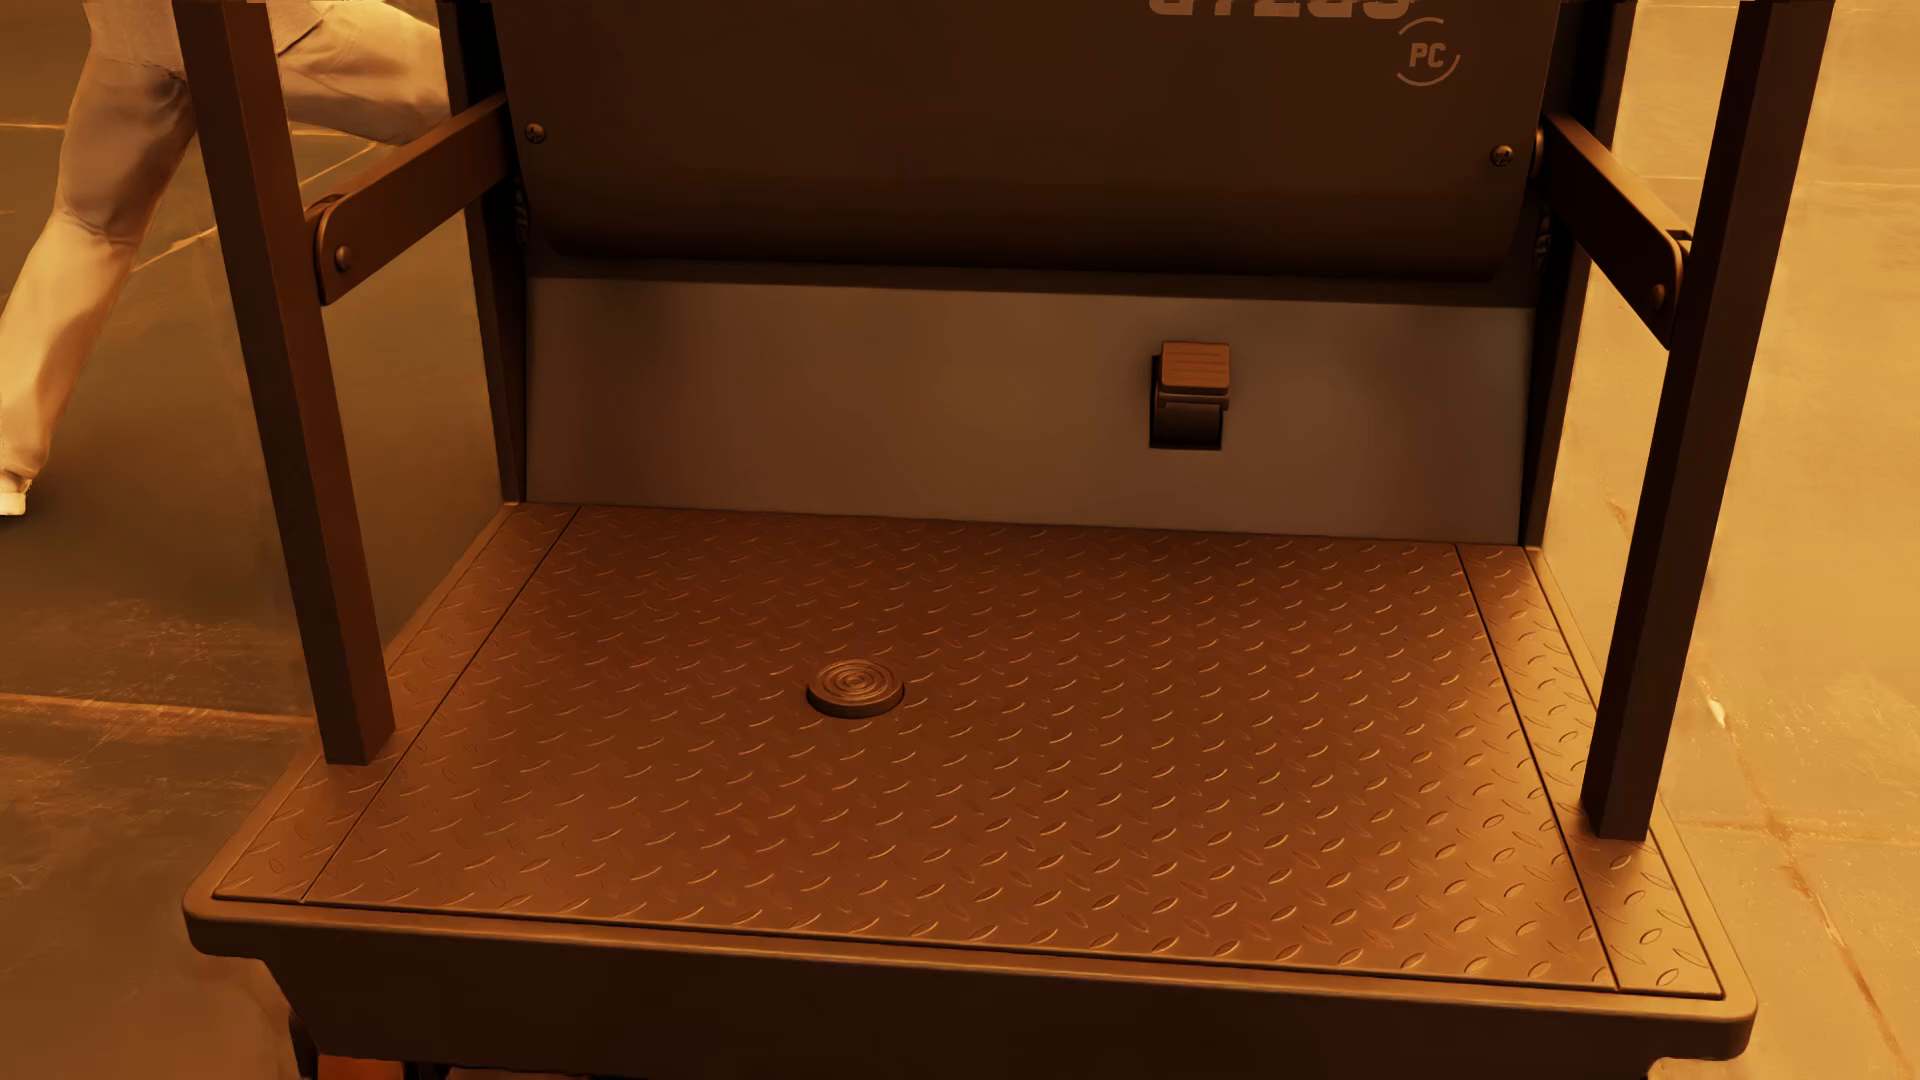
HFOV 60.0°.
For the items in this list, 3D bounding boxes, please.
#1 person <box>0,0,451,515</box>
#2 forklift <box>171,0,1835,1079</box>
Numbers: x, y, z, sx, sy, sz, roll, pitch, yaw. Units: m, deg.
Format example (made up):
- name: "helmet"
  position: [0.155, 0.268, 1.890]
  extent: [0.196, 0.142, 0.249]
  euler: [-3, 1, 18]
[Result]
- name: "person"
  position: [-1.089, -0.810, 2.485]
  extent: [0.923, 1.533, 0.896]
  euler: [9, 28, 17]
- name: "forklift"
  position: [0.030, -0.916, 1.053]
  extent: [1.130, 2.935, 3.031]
  euler: [3, 27, 5]
